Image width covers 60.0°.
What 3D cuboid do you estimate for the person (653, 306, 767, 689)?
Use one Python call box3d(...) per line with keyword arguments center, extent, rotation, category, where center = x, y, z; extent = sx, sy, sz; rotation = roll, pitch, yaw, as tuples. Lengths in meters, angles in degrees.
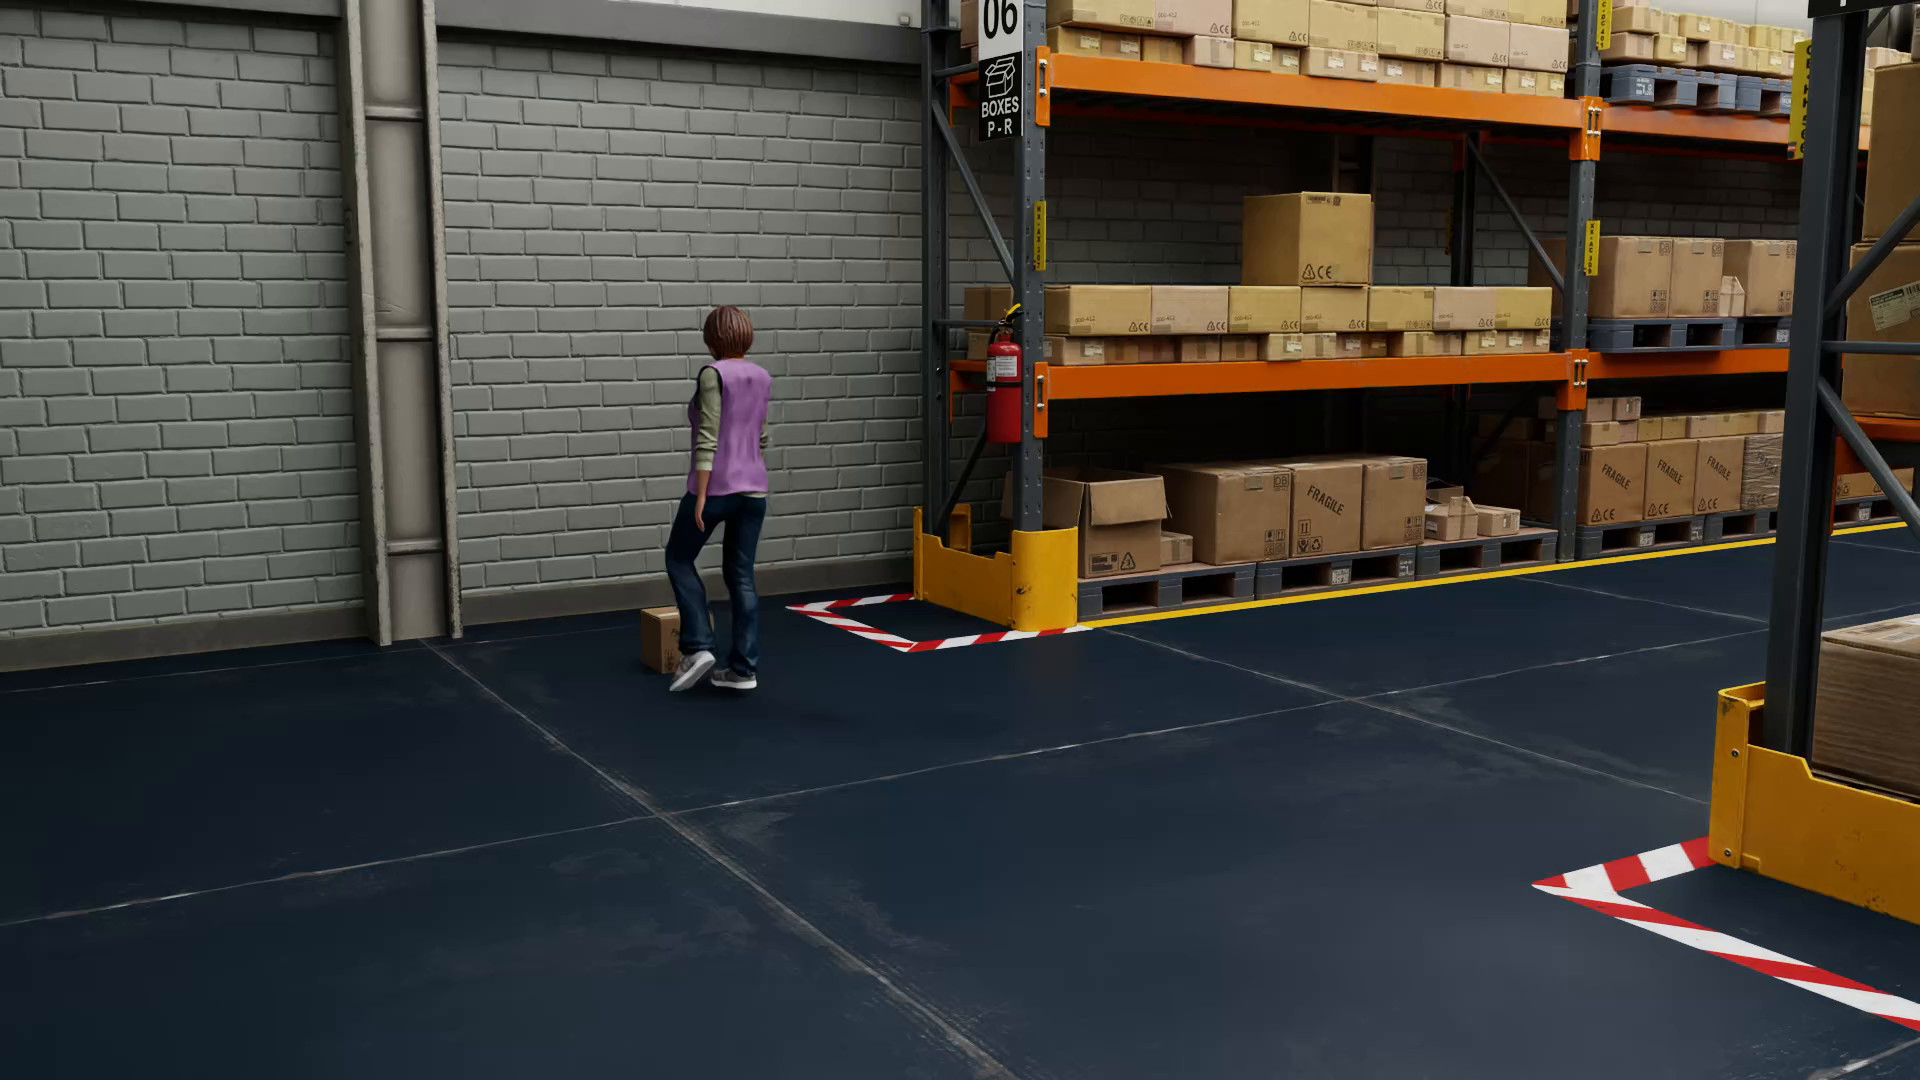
box3d(center=(-0.999, -0.150, 6.967), extent=(0.530, 1.643, 0.458), rotation=(8, 12, 44), category="person")
